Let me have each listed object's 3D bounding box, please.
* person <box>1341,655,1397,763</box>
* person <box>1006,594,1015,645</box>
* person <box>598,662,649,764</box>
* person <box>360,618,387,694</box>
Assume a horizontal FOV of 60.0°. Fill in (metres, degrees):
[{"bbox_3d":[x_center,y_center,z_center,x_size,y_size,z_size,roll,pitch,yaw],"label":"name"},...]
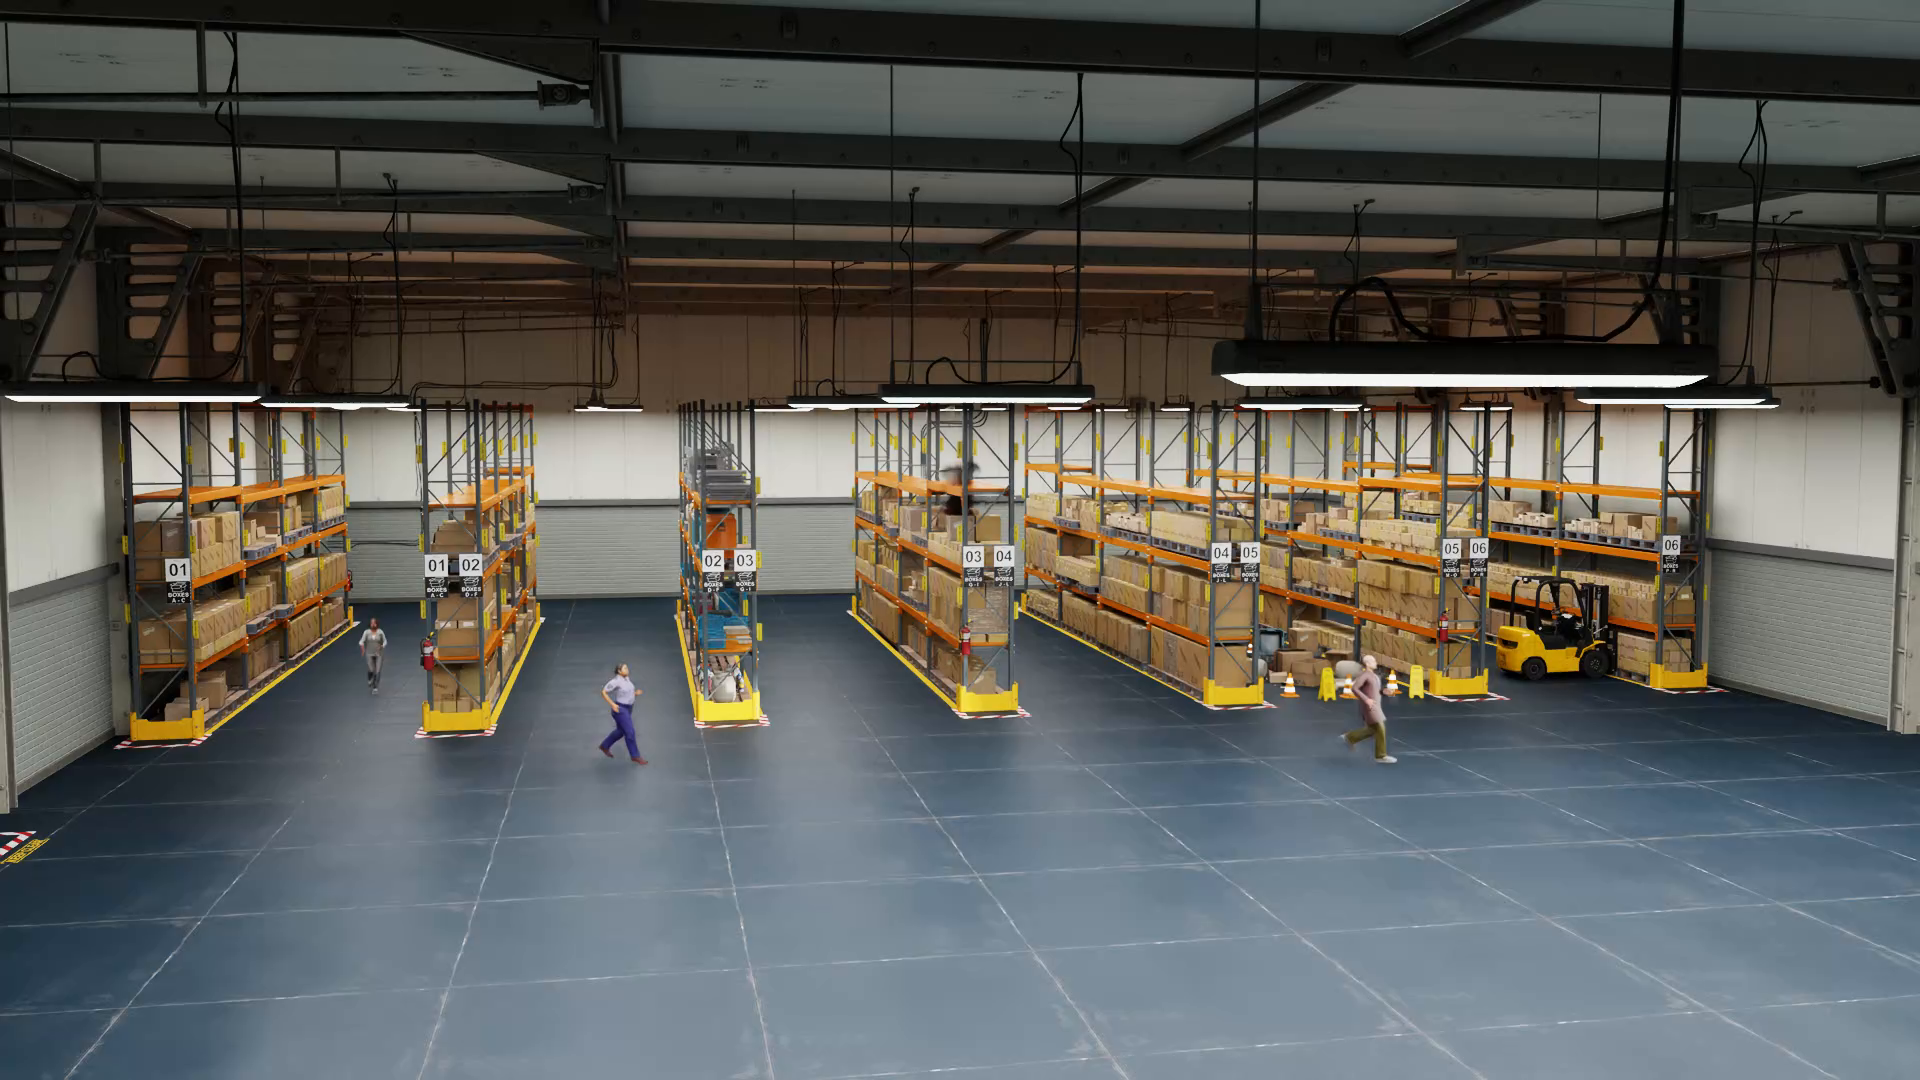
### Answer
[{"bbox_3d":[6.779,2.776,27.413,0.903,1.750,0.720,2,5,29],"label":"person"},{"bbox_3d":[1.112,1.695,41.301,0.706,1.754,0.935,-2,5,-21],"label":"person"},{"bbox_3d":[-5.526,2.825,27.267,0.915,1.648,0.601,1,4,11],"label":"person"},{"bbox_3d":[-11.991,2.380,34.017,0.529,1.558,0.534,-2,5,-21],"label":"person"}]
